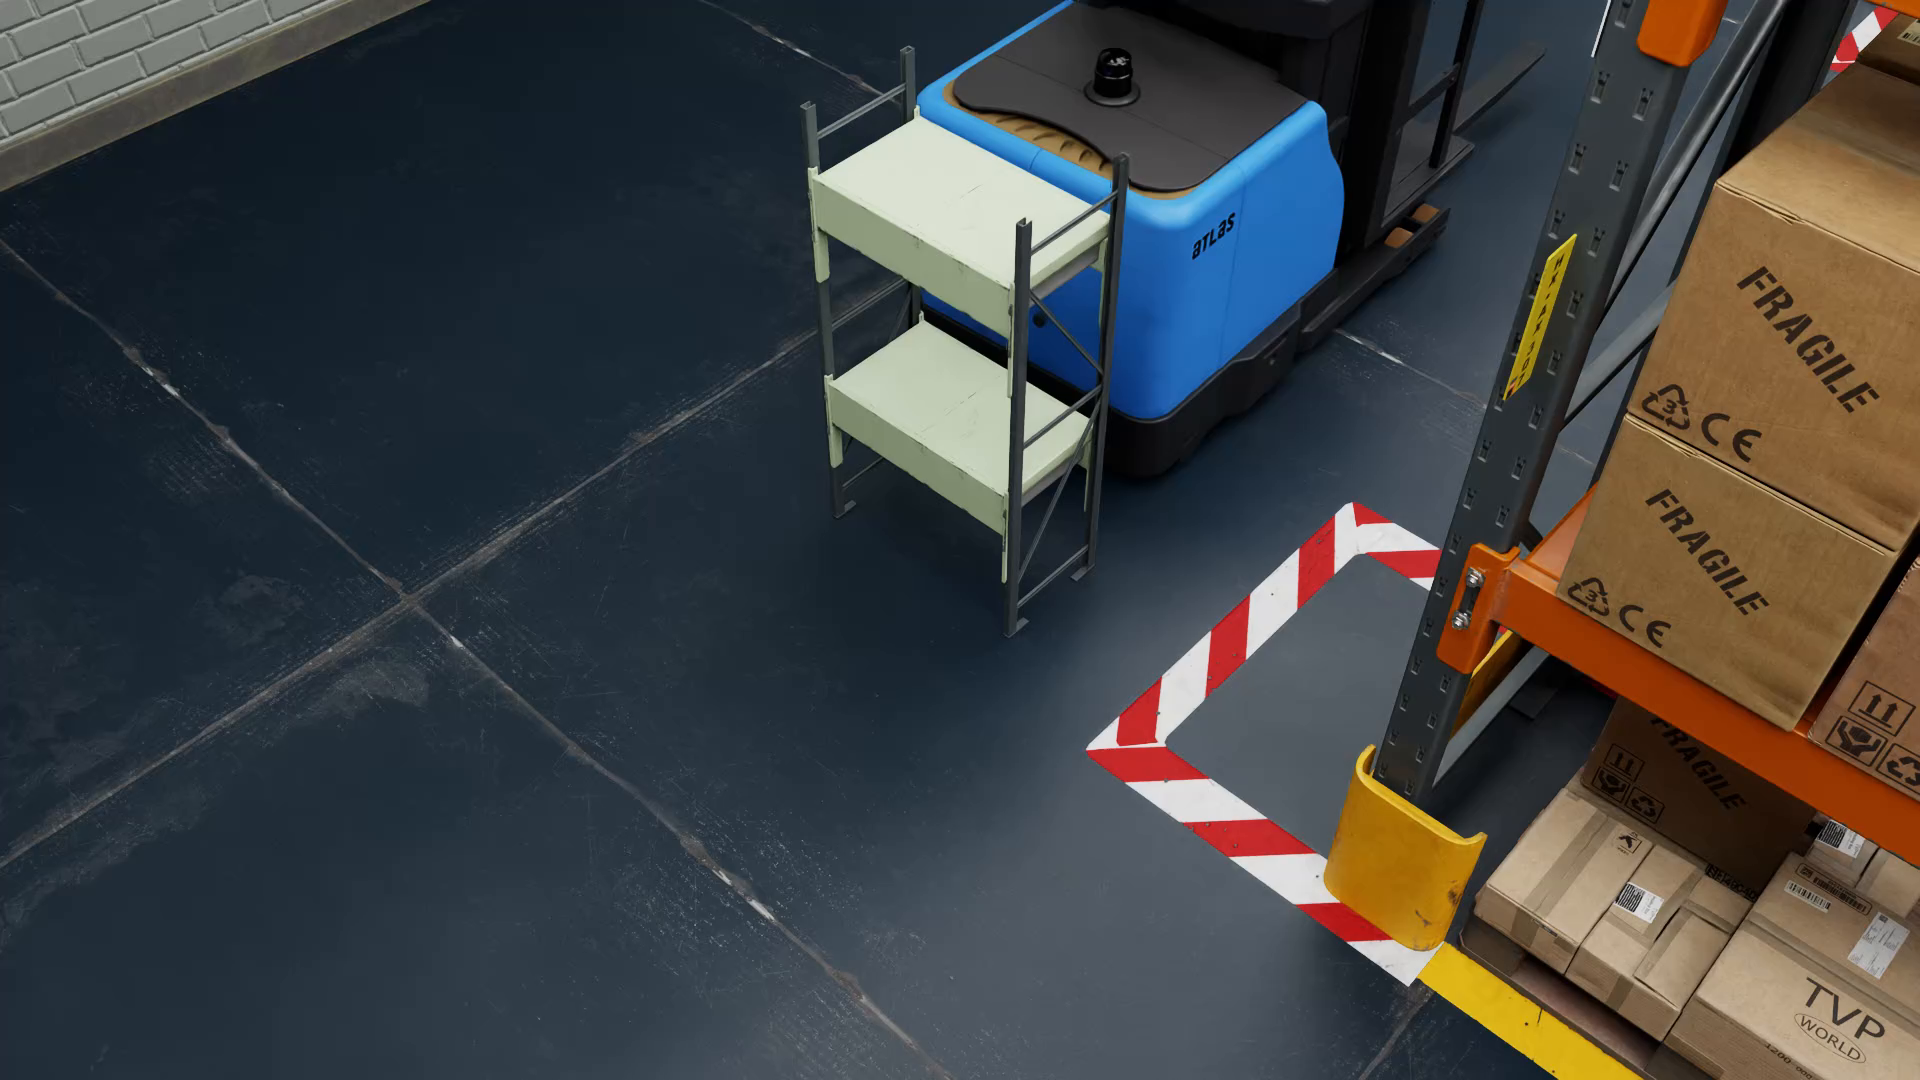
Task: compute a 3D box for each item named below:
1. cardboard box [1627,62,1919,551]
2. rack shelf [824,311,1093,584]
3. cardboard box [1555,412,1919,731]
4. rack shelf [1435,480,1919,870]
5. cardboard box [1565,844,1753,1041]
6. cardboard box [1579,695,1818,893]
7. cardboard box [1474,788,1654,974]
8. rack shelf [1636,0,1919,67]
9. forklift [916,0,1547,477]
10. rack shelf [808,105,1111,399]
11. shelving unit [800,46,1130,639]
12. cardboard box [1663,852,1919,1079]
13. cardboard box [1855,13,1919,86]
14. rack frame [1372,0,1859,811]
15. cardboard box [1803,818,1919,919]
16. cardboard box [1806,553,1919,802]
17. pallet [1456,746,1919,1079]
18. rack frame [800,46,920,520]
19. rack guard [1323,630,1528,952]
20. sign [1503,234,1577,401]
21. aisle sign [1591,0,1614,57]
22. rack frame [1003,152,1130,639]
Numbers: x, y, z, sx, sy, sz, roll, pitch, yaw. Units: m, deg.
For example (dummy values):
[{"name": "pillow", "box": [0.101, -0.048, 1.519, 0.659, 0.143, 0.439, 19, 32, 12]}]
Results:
[{"name": "cardboard box", "box": [1.549, -0.404, 2.817, 0.500, 0.500, 0.500, 36, 56, 29]}, {"name": "rack shelf", "box": [0.005, -0.287, 4.938, 0.720, 0.370, 0.431, 34, 55, 28]}, {"name": "cardboard box", "box": [1.549, -0.061, 3.181, 0.500, 0.500, 0.500, 35, 56, 28]}, {"name": "rack shelf", "box": [2.872, 0.847, 2.890, 4.000, 0.370, 1.077, 34, 55, 28]}, {"name": "cardboard box", "box": [1.661, 0.946, 3.946, 0.250, 0.166, 0.380, 34, 55, 28]}, {"name": "cardboard box", "box": [1.969, 0.454, 4.179, 0.500, 0.500, 0.500, 34, 55, 28]}, {"name": "cardboard box", "box": [1.477, 0.829, 4.068, 0.250, 0.149, 0.380, 34, 55, 28]}, {"name": "rack shelf", "box": [2.872, -0.179, 1.797, 4.000, 0.370, 1.077, 34, 55, 28]}, {"name": "forklift", "box": [1.183, -2.209, 5.314, 1.130, 2.935, 3.031, 32, 55, 26]}, {"name": "rack shelf", "box": [0.005, -0.777, 4.416, 0.720, 0.370, 0.431, 34, 55, 28]}, {"name": "shelving unit", "box": [0.005, -0.510, 4.700, 0.755, 1.500, 0.431, 34, 55, 28]}, {"name": "cardboard box", "box": [1.977, 1.071, 3.771, 0.500, 0.250, 0.500, 34, 55, 28]}, {"name": "cardboard box", "box": [1.916, -0.691, 3.087, 0.500, 0.500, 0.500, 33, 55, 27]}, {"name": "rack frame", "box": [1.402, -0.388, 3.556, 0.127, 3.000, 1.000, 34, 55, 28]}, {"name": "cardboard box", "box": [2.205, 0.817, 4.067, 0.250, 0.166, 0.380, 34, 55, 28]}, {"name": "cardboard box", "box": [1.932, 0.191, 2.945, 0.500, 0.500, 0.500, 33, 55, 27]}, {"name": "pallet", "box": [2.045, 0.998, 4.168, 1.213, 0.211, 1.003, 34, 55, 28]}, {"name": "rack frame", "box": [-0.264, -0.691, 4.870, 0.023, 1.500, 0.400, 34, 55, 28]}, {"name": "rack guard", "box": [1.458, 0.505, 4.432, 0.348, 0.500, 1.175, 34, 55, 28]}, {"name": "sign", "box": [1.034, -0.393, 2.968, 0.005, 0.325, 0.100, 34, 55, 28]}, {"name": "aisle sign", "box": [1.153, -1.154, 2.493, 0.004, 0.787, 0.394, 34, 55, 28]}, {"name": "rack frame", "box": [0.274, -0.329, 4.530, 0.023, 1.500, 0.400, 34, 55, 28]}]
